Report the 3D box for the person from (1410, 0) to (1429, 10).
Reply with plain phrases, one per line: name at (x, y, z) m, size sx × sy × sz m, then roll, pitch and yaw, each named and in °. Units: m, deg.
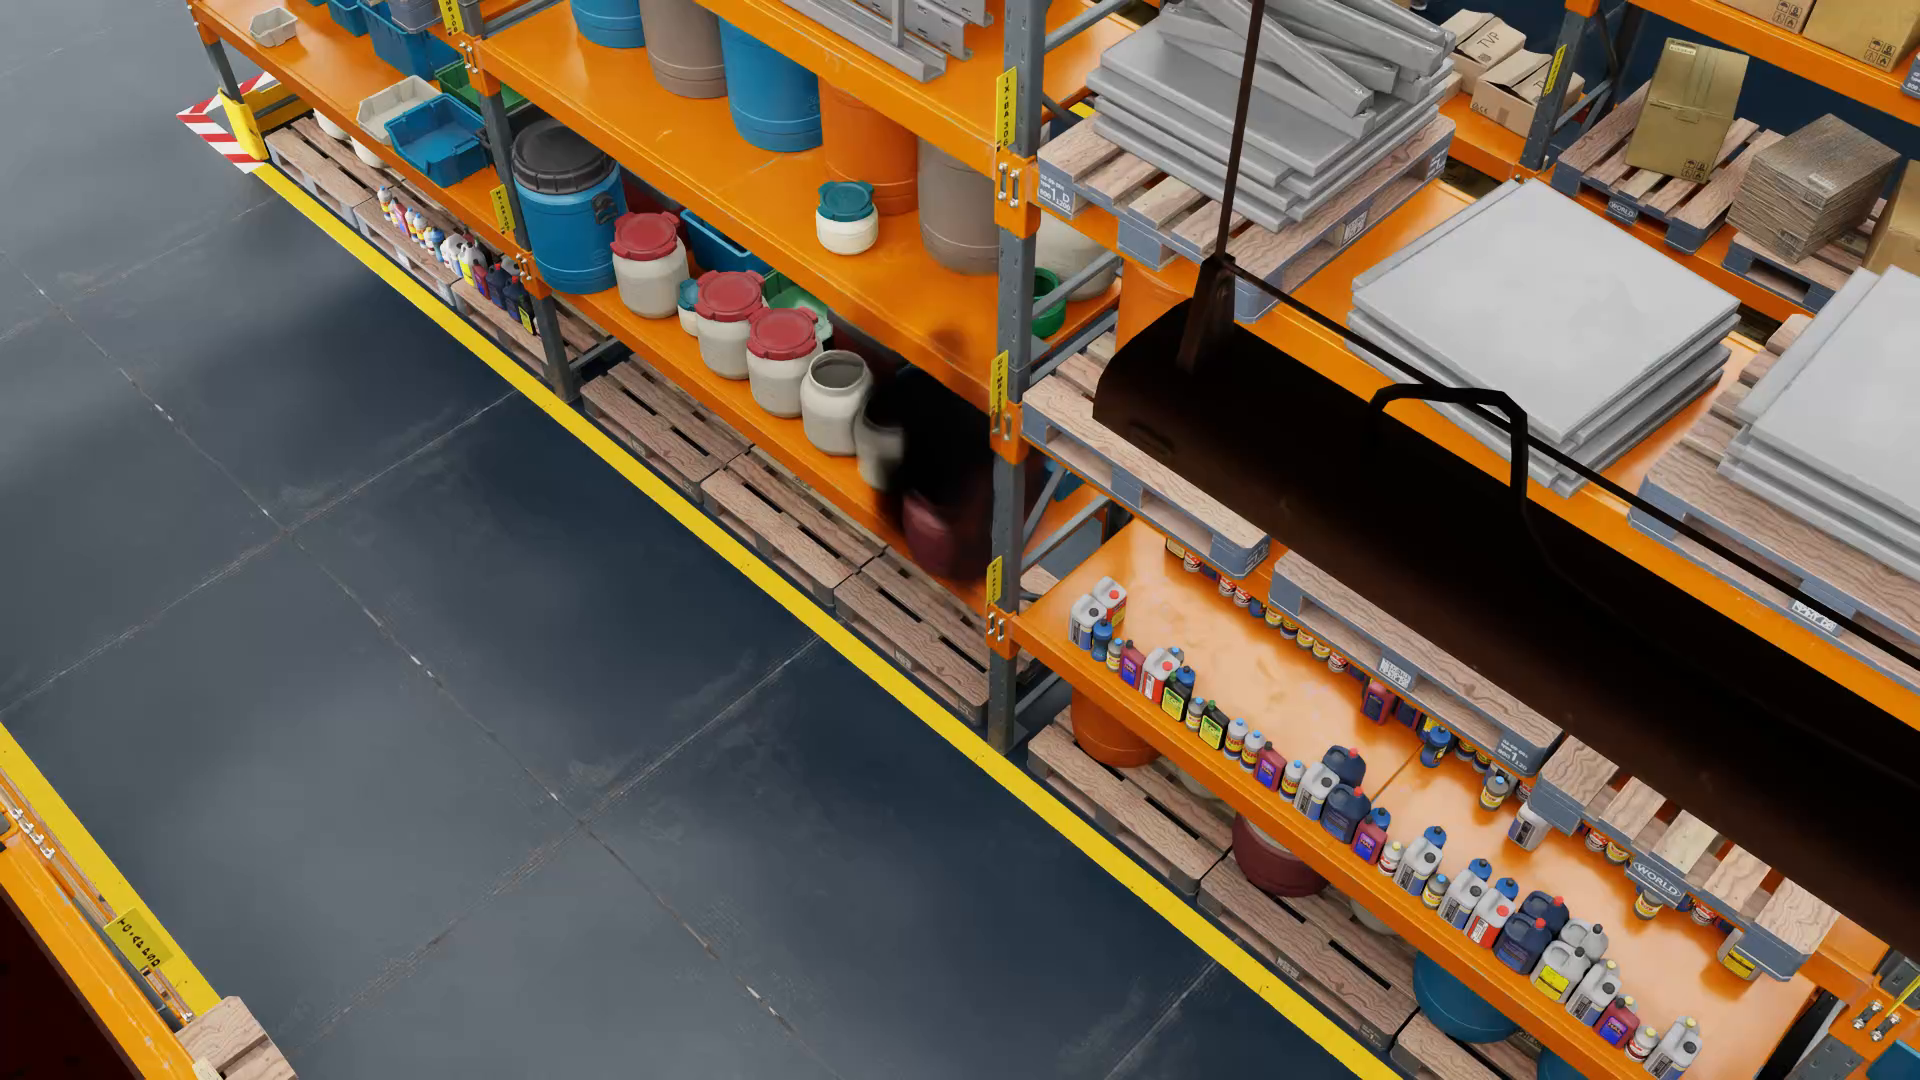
person at (3.755, -5.093, 13.655) m, size 0.605 × 1.558 × 0.560 m, roll 34°, pitch 58°, yaw 25°
